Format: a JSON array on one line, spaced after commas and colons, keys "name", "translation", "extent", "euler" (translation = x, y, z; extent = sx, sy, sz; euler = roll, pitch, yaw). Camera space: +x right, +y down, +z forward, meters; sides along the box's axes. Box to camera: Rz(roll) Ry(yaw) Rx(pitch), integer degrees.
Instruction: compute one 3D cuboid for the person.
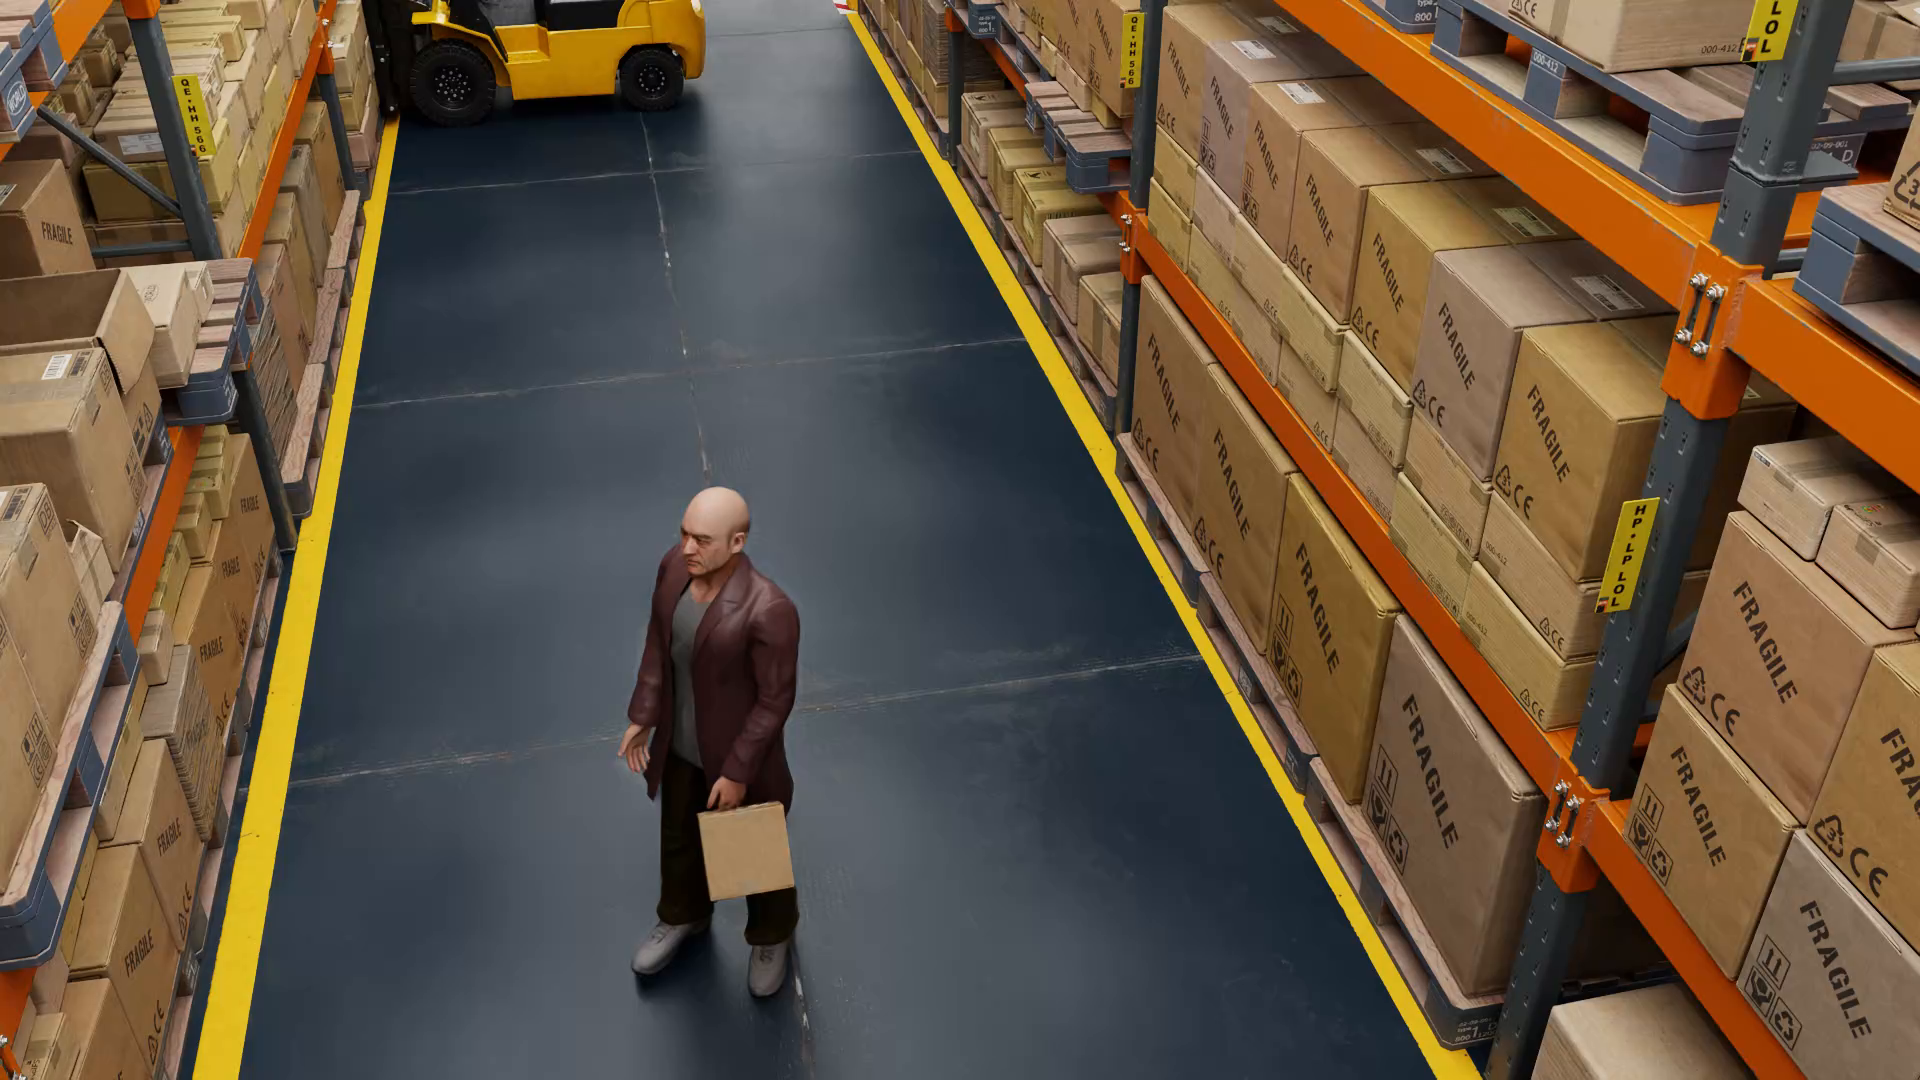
[{"name": "person", "translation": [-0.795, 0.669, 5.126], "extent": [0.577, 1.786, 0.536], "euler": [25, 41, 32]}]
